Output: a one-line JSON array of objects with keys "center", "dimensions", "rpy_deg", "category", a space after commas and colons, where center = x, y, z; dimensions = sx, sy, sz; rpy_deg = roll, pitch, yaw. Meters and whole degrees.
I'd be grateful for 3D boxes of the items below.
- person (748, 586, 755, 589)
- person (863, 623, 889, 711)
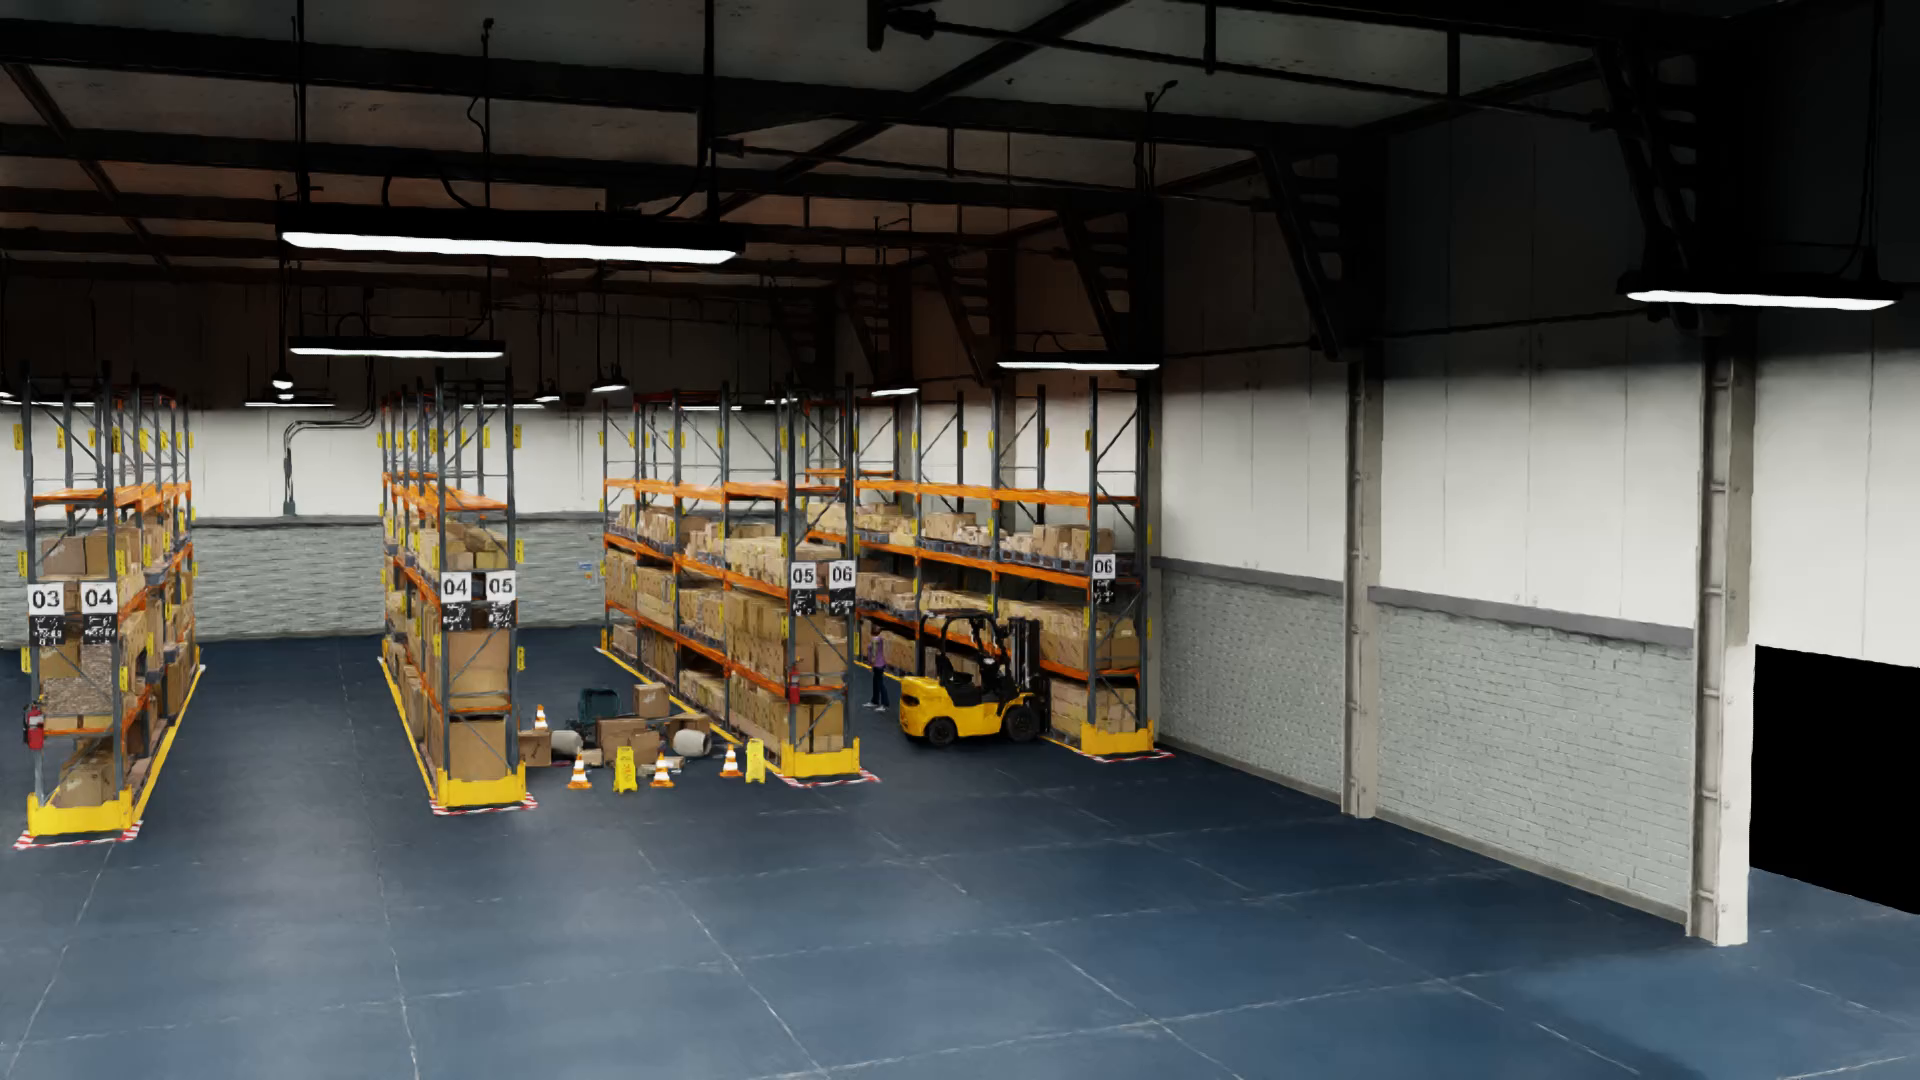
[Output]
[{"center": [-5.292, 1.668, 42.304], "dimensions": [0.443, 1.587, 0.617], "rpy_deg": [3, 5, 44], "category": "person"}, {"center": [-1.558, 2.338, 30.817], "dimensions": [0.527, 1.592, 0.521], "rpy_deg": [0, 3, 7], "category": "person"}]
